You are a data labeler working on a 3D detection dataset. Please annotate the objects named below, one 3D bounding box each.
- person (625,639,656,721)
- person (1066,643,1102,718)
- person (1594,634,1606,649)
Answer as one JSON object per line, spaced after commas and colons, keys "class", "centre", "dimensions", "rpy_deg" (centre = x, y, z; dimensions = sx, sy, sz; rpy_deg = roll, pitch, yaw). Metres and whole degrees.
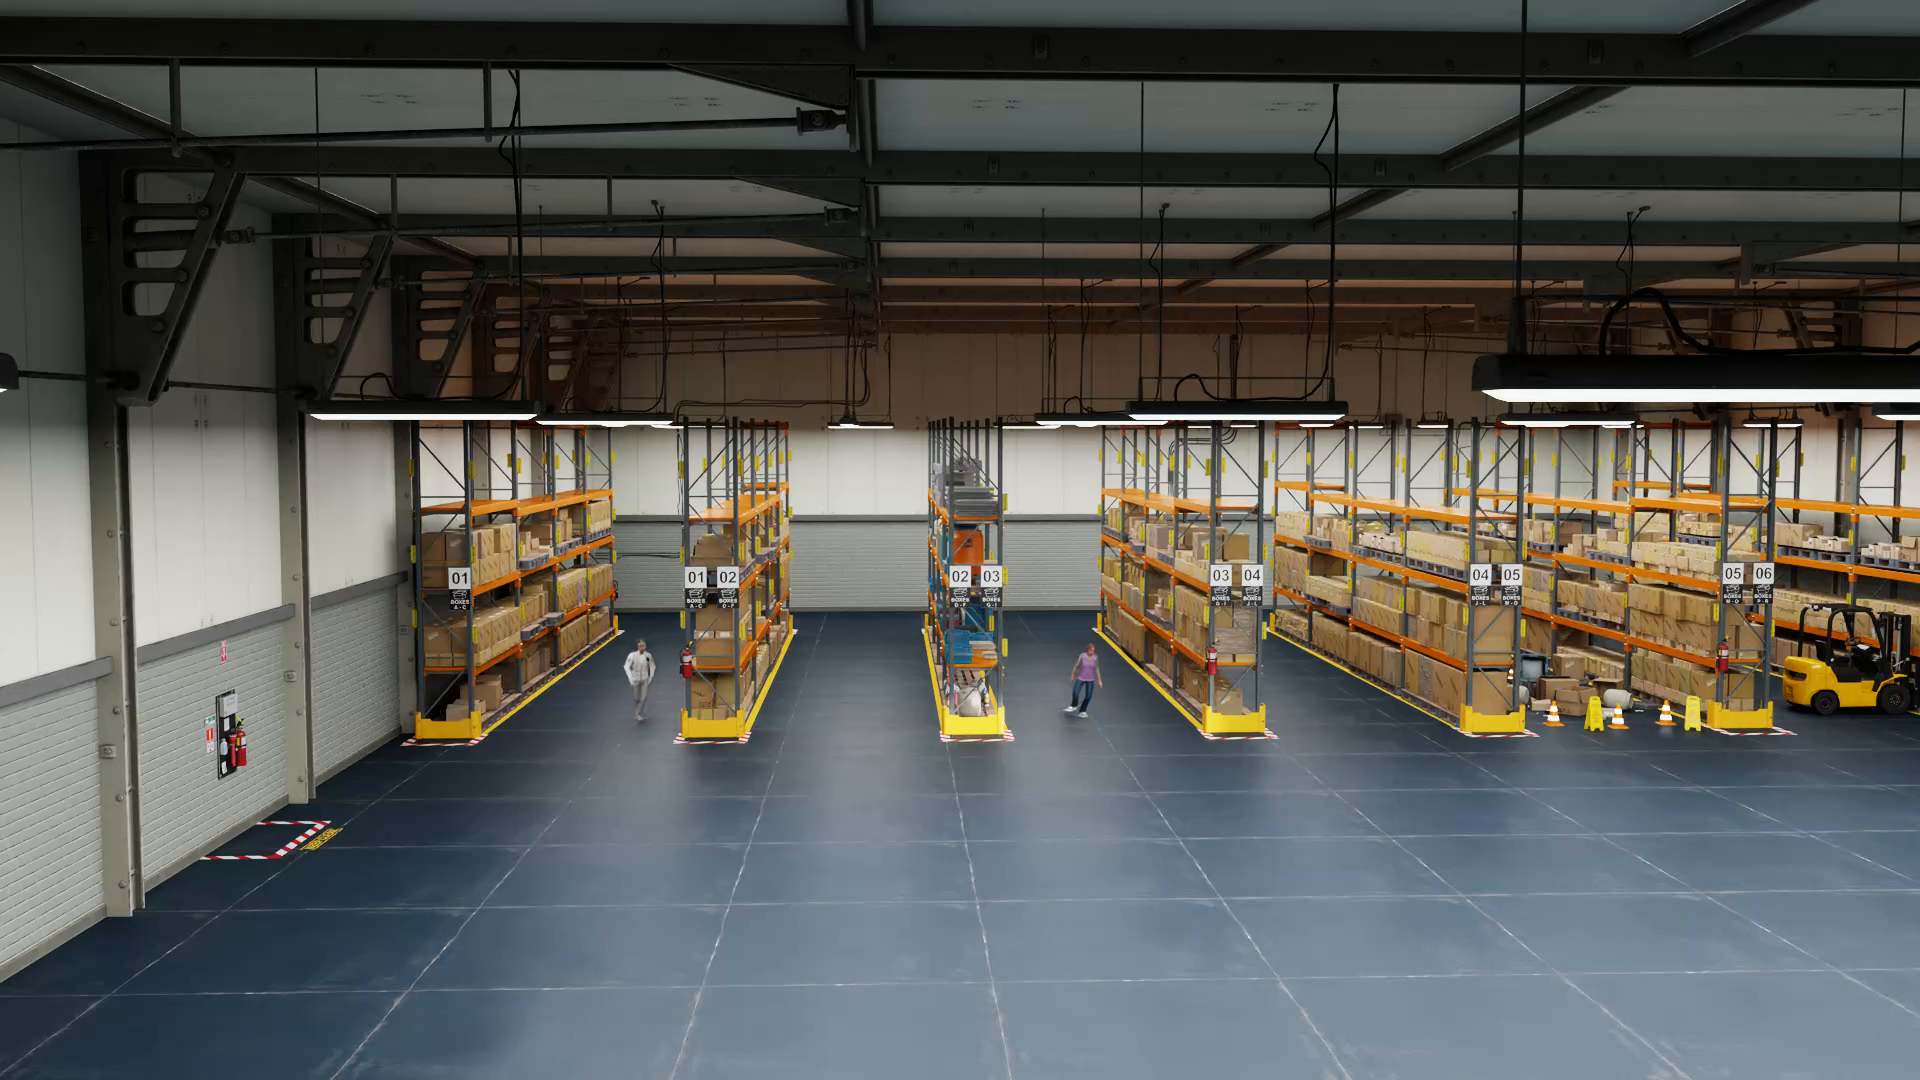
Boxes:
{"class": "person", "centre": [-6.358, 2.761, 33.049], "dimensions": [0.616, 1.633, 0.521], "rpy_deg": [-1, 4, -16]}
{"class": "person", "centre": [2.482, 2.788, 33.255], "dimensions": [0.685, 1.518, 0.609], "rpy_deg": [0, 4, -3]}
{"class": "person", "centre": [16.345, 2.136, 42.477], "dimensions": [0.547, 1.611, 0.570], "rpy_deg": [-1, 4, -15]}
